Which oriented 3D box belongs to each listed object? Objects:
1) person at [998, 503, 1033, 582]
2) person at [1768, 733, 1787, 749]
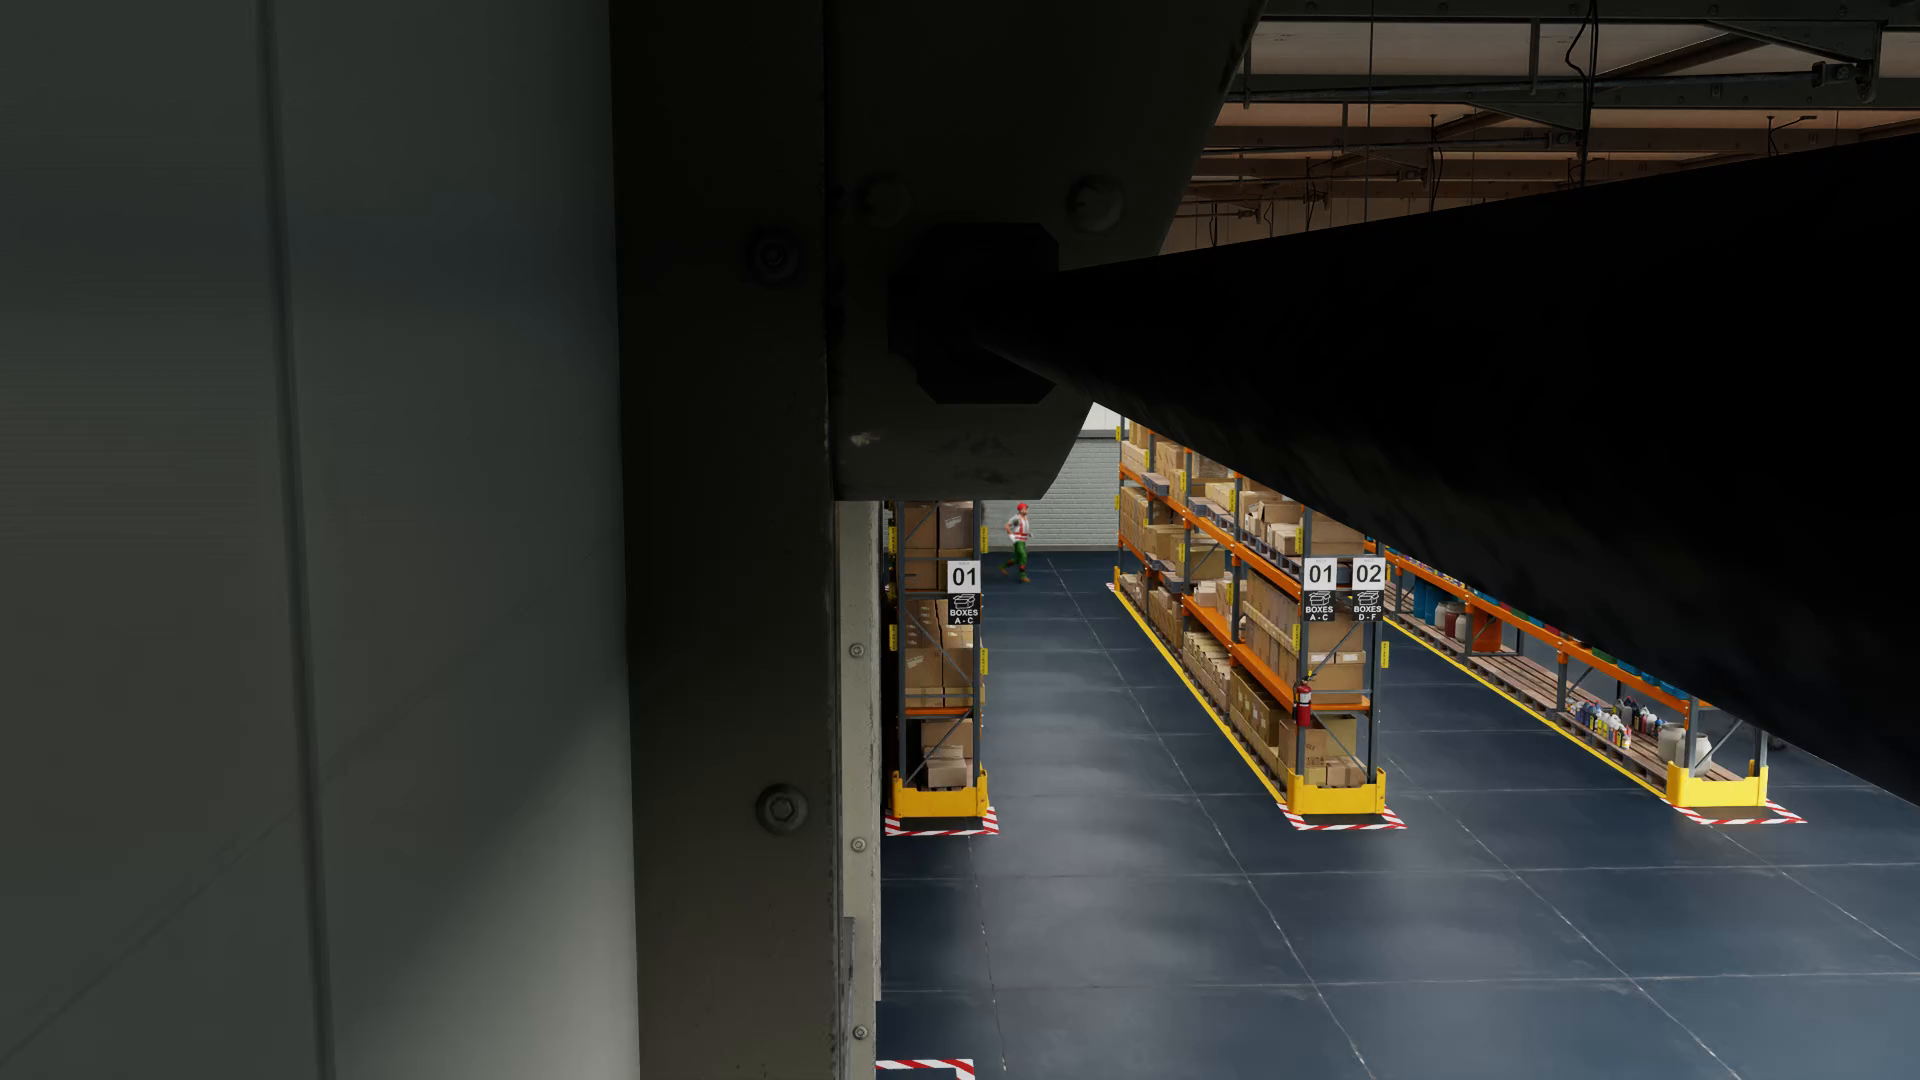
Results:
[{"bbox_3d":[1.323,0.032,37.714,0.925,1.742,0.715,5,9,29],"label":"person"},{"bbox_3d":[11.674,2.134,23.359,0.626,1.685,0.650,-2,9,-16],"label":"person"}]
